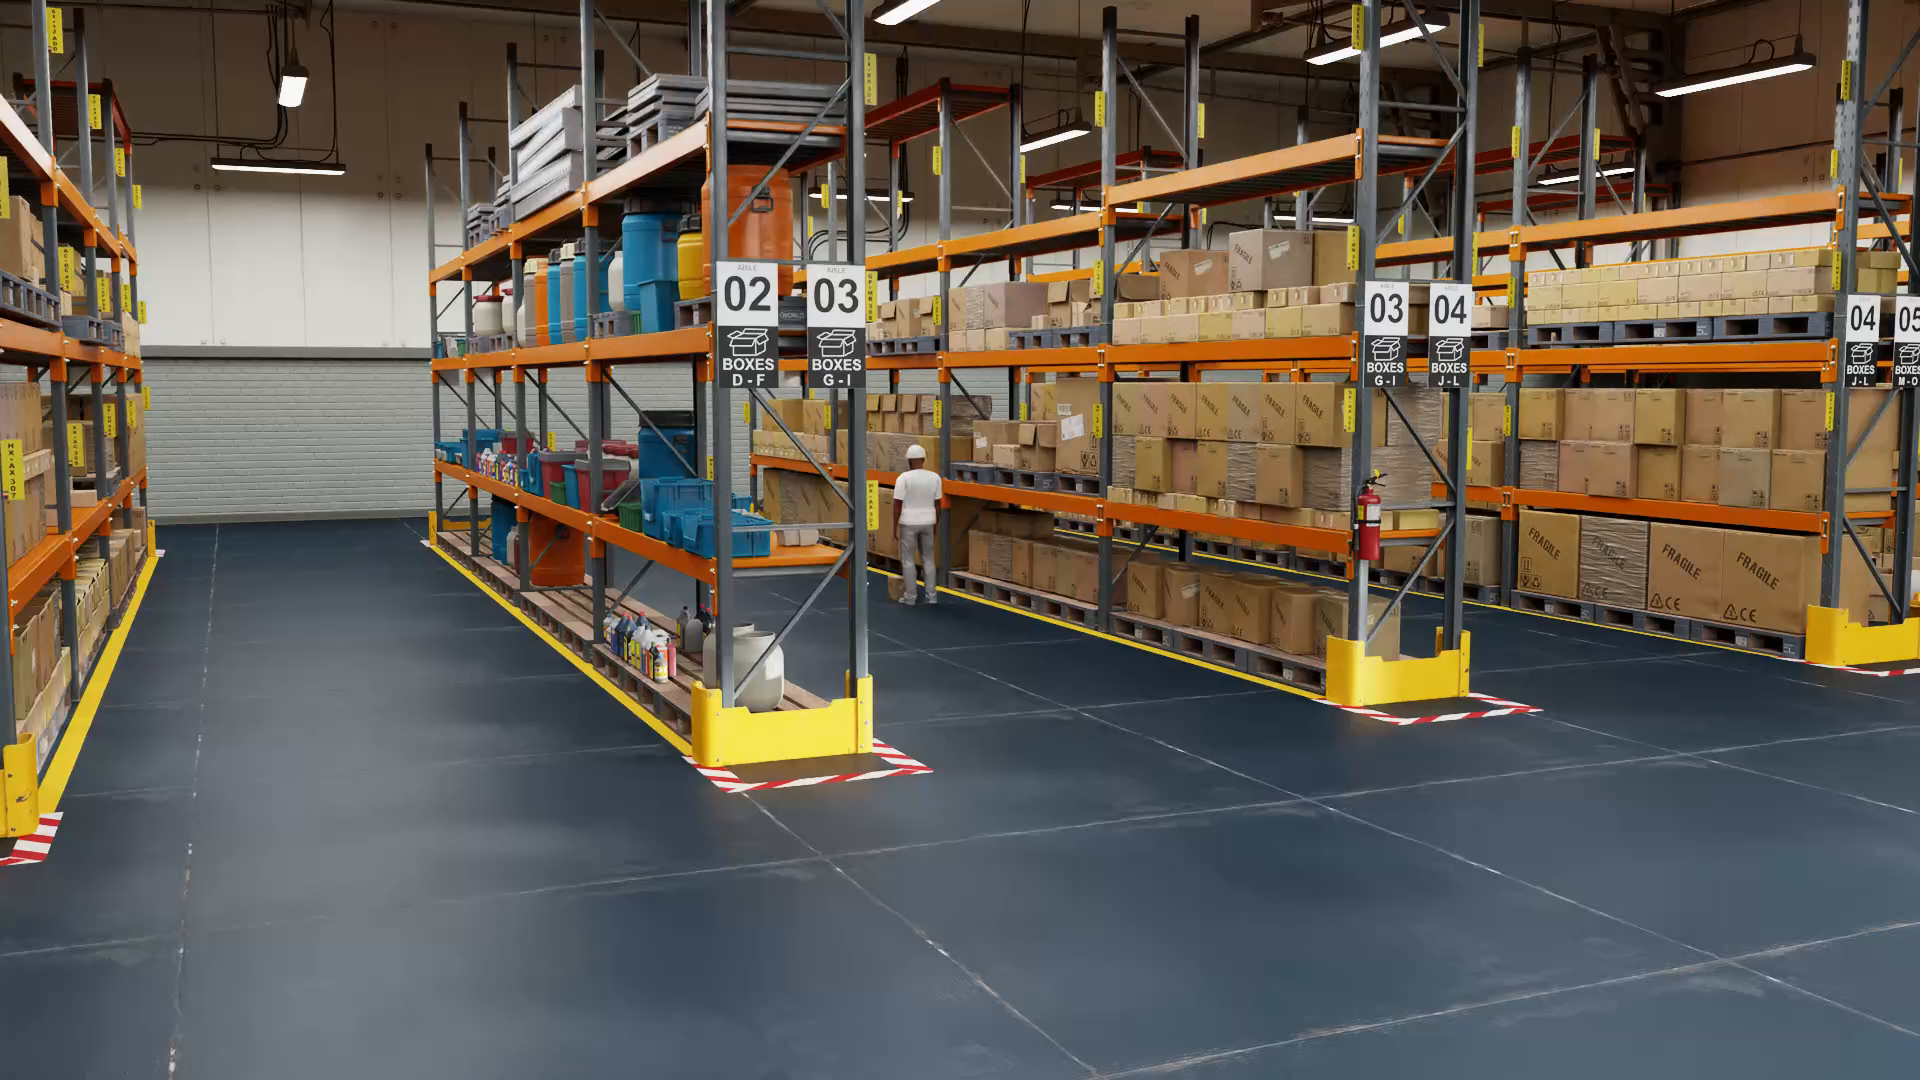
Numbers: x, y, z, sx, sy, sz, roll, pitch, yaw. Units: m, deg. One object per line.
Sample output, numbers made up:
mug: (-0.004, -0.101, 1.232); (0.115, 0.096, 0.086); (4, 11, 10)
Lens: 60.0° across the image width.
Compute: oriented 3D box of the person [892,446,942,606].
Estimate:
person: (-0.484, -0.161, 18.431); (0.564, 1.774, 0.358); (-2, 6, -22)
